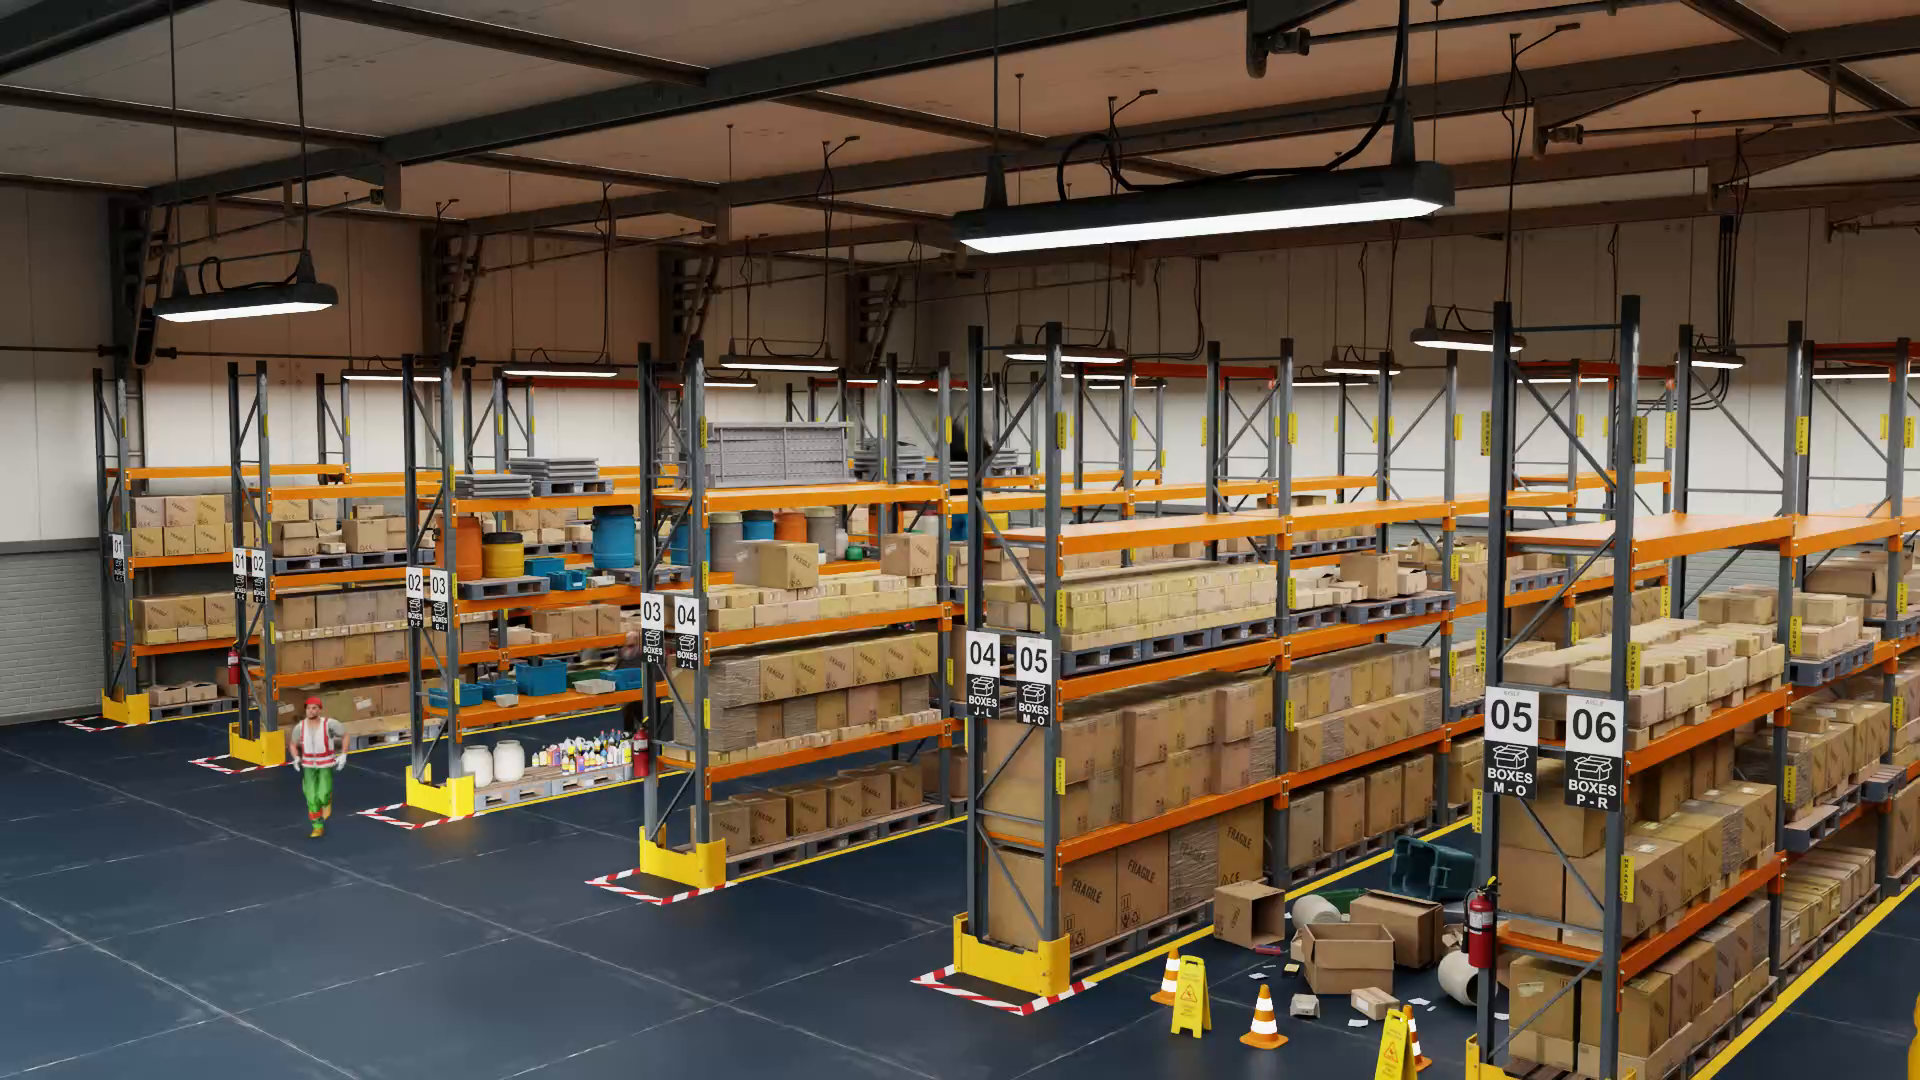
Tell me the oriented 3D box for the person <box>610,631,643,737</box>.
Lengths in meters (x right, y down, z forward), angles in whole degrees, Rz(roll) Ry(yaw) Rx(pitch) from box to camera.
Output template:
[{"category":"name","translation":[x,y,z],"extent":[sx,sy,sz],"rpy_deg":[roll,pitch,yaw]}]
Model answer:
[{"category":"person","translation":[-5.158,2.350,26.314],"extent":[0.684,1.843,0.863],"rpy_deg":[4,6,42]}]

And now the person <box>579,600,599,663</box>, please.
[{"category":"person","translation":[-7.039,1.965,31.550],"extent":[0.678,1.747,0.992],"rpy_deg":[4,6,40]}]

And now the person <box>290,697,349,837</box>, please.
[{"category":"person","translation":[-7.907,2.793,20.503],"extent":[0.686,1.744,0.661],"rpy_deg":[0,4,-6]}]

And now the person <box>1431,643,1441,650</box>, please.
[{"category":"person","translation":[7.484,2.429,26.021],"extent":[0.613,1.654,0.637],"rpy_deg":[-3,5,-38]}]
